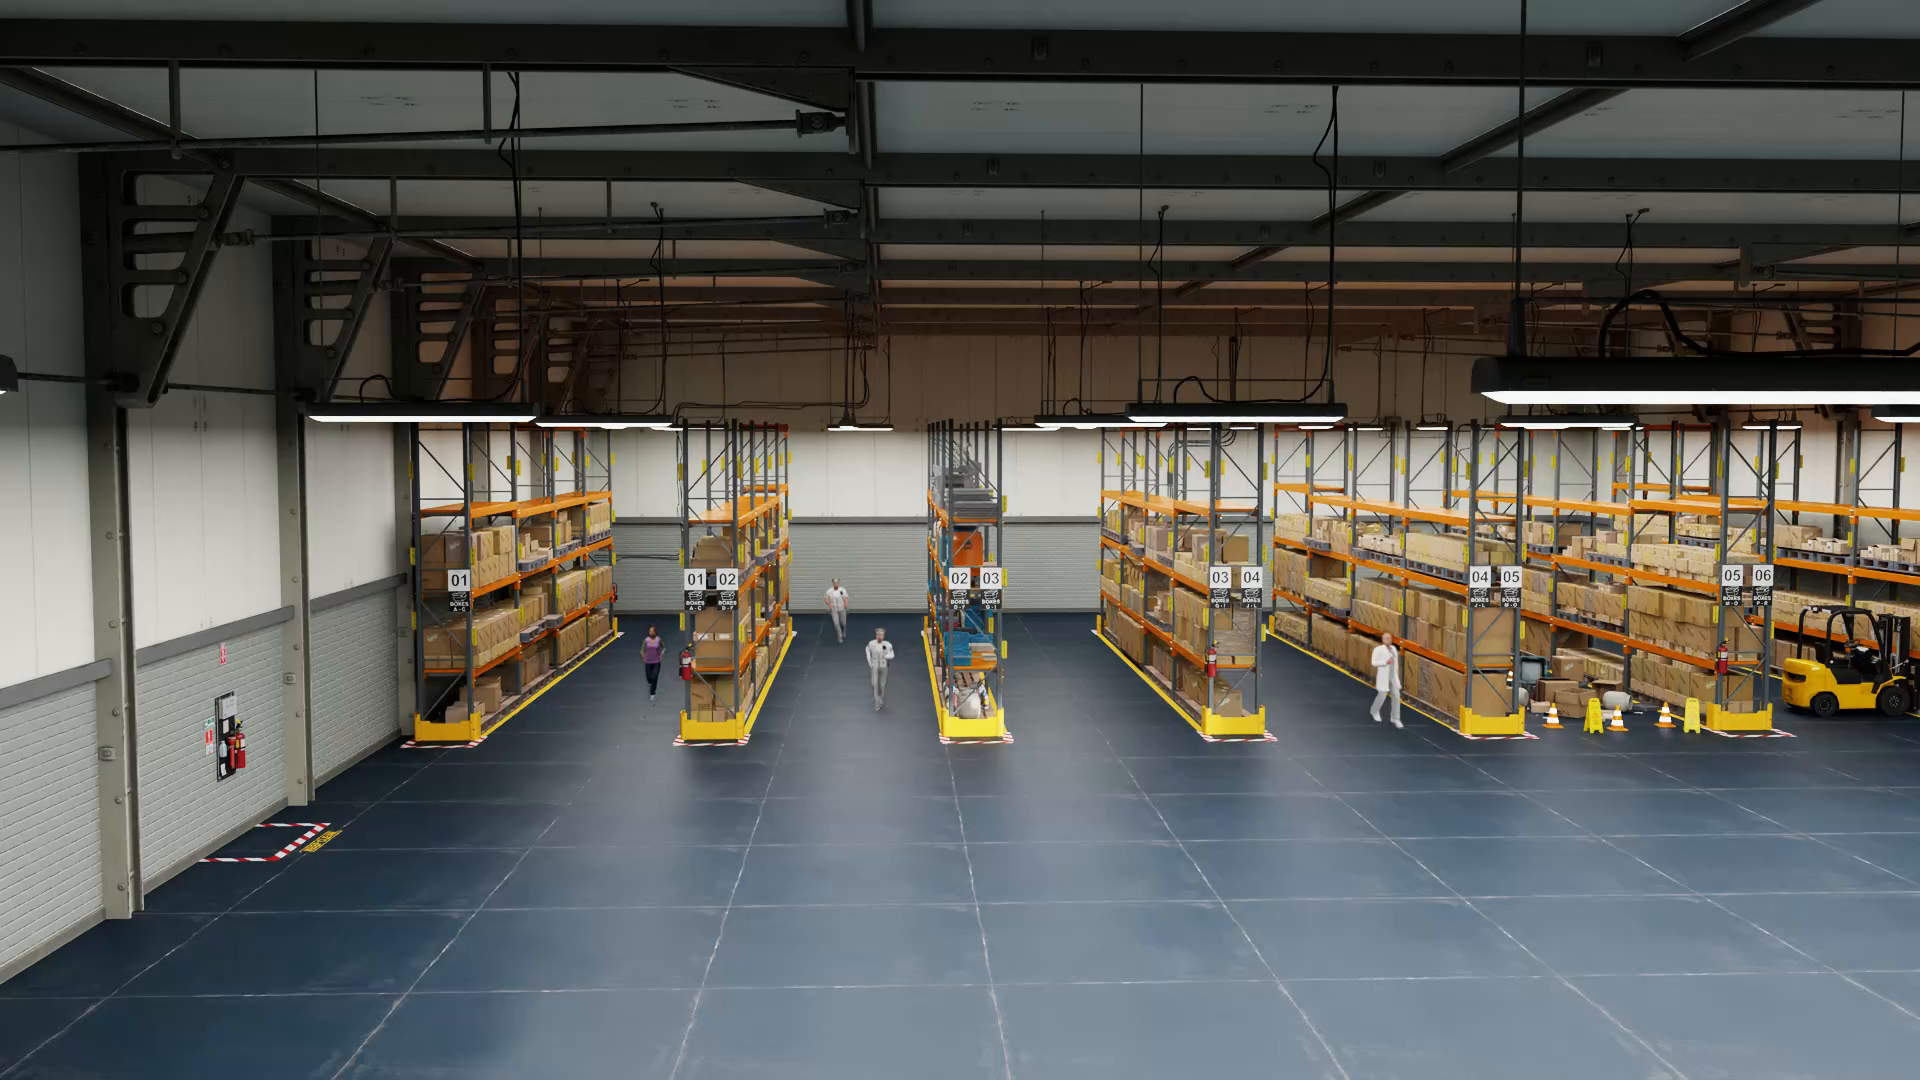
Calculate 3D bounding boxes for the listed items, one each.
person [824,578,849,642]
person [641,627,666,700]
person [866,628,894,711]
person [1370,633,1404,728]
[{"bbox_3d":[-3.401,1.921,45.938,0.679,1.767,0.753,0,4,-8],"label":"person"},{"bbox_3d":[-6.623,2.650,35.904,0.536,1.565,0.651,0,4,-7],"label":"person"},{"bbox_3d":[-1.688,2.684,34.608,0.544,1.748,0.780,0,4,-3],"label":"person"},{"bbox_3d":[8.365,2.723,32.536,0.702,1.804,0.913,-1,4,-16],"label":"person"}]
